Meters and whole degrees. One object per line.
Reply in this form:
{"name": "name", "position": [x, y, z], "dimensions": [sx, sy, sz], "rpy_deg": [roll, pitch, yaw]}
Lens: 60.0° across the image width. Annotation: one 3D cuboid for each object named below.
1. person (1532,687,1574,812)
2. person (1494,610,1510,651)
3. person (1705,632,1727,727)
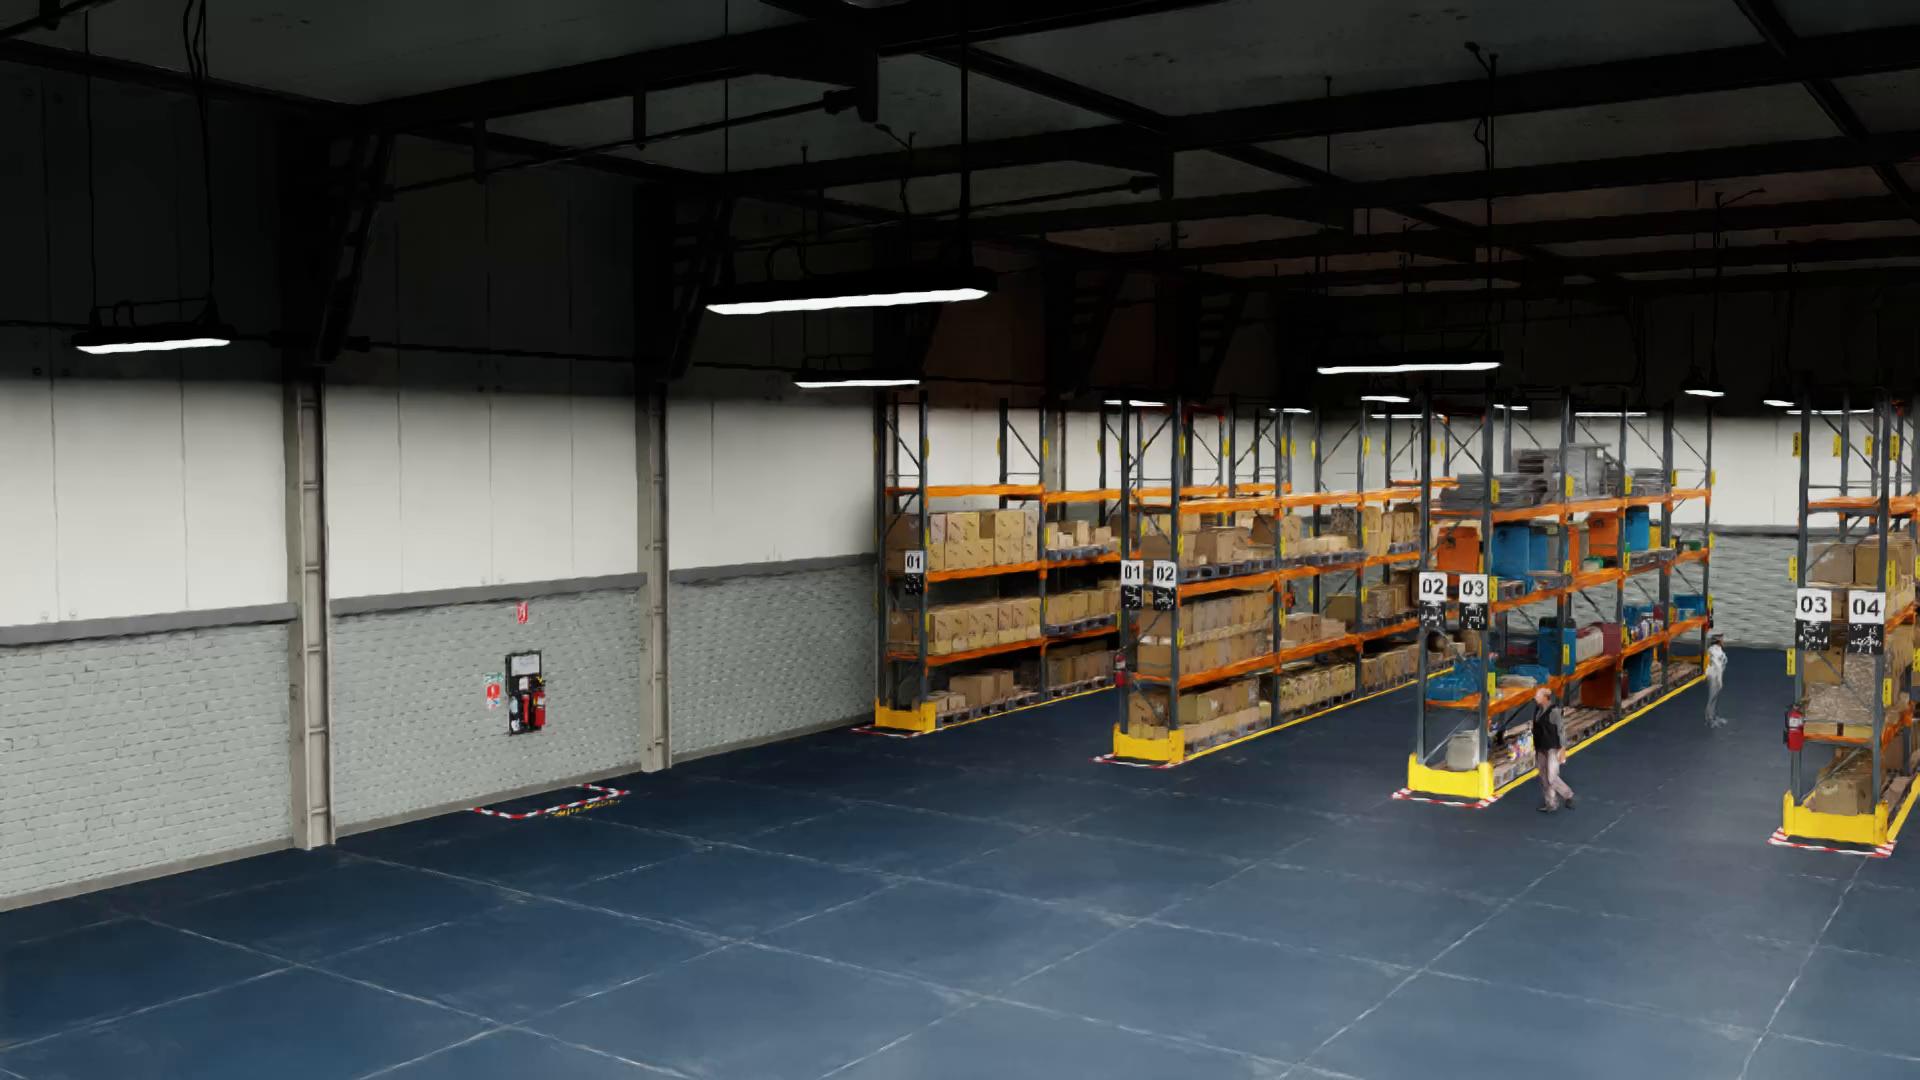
{"name": "person", "position": [8.156, 2.879, 22.877], "dimensions": [0.516, 1.715, 0.588], "rpy_deg": [-1, 3, -18]}
{"name": "person", "position": [13.328, 1.908, 40.817], "dimensions": [0.441, 1.641, 0.623], "rpy_deg": [0, 3, 4]}
{"name": "person", "position": [13.623, 2.490, 29.895], "dimensions": [0.433, 1.684, 0.552], "rpy_deg": [1, 3, 10]}
